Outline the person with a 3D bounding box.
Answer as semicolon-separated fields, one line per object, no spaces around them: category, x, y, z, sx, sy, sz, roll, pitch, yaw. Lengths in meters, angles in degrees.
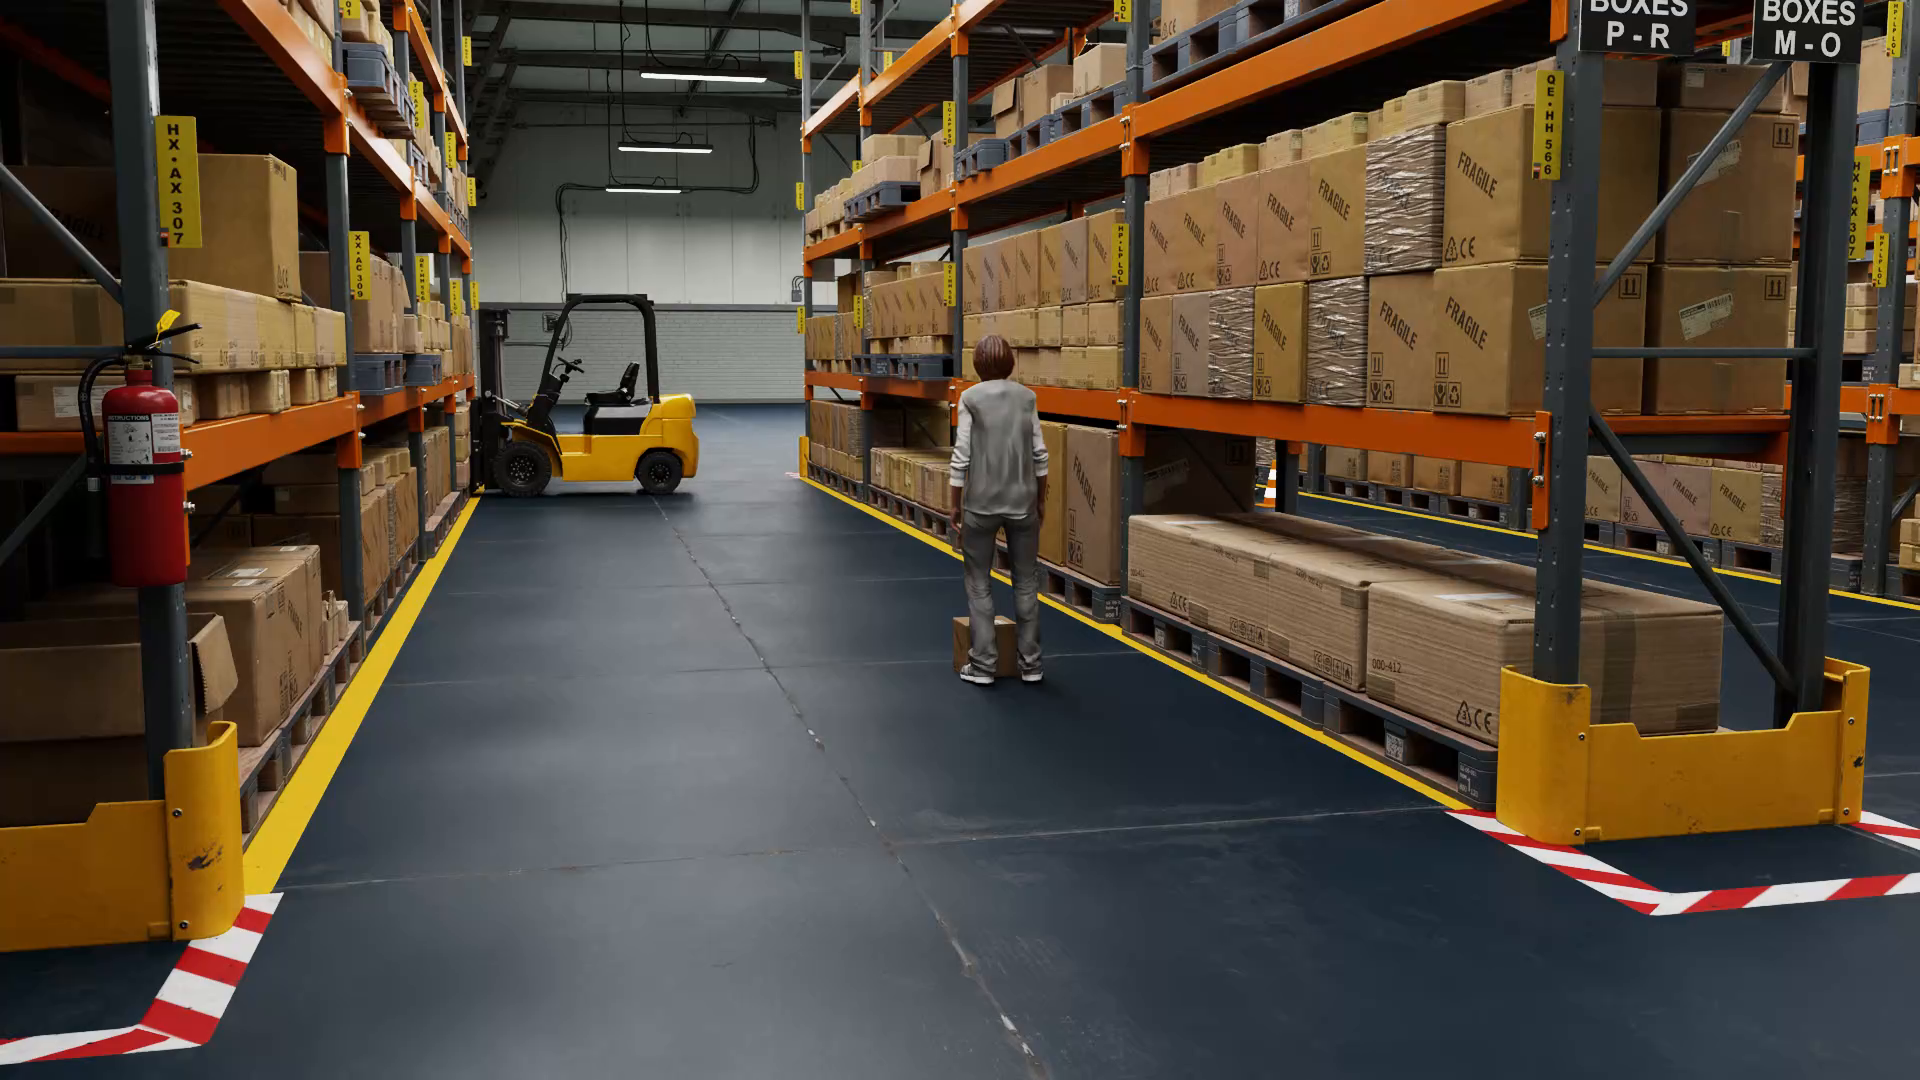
person;0.179;-0.136;7.602;0.466;1.593;0.349;-1;7;-13
